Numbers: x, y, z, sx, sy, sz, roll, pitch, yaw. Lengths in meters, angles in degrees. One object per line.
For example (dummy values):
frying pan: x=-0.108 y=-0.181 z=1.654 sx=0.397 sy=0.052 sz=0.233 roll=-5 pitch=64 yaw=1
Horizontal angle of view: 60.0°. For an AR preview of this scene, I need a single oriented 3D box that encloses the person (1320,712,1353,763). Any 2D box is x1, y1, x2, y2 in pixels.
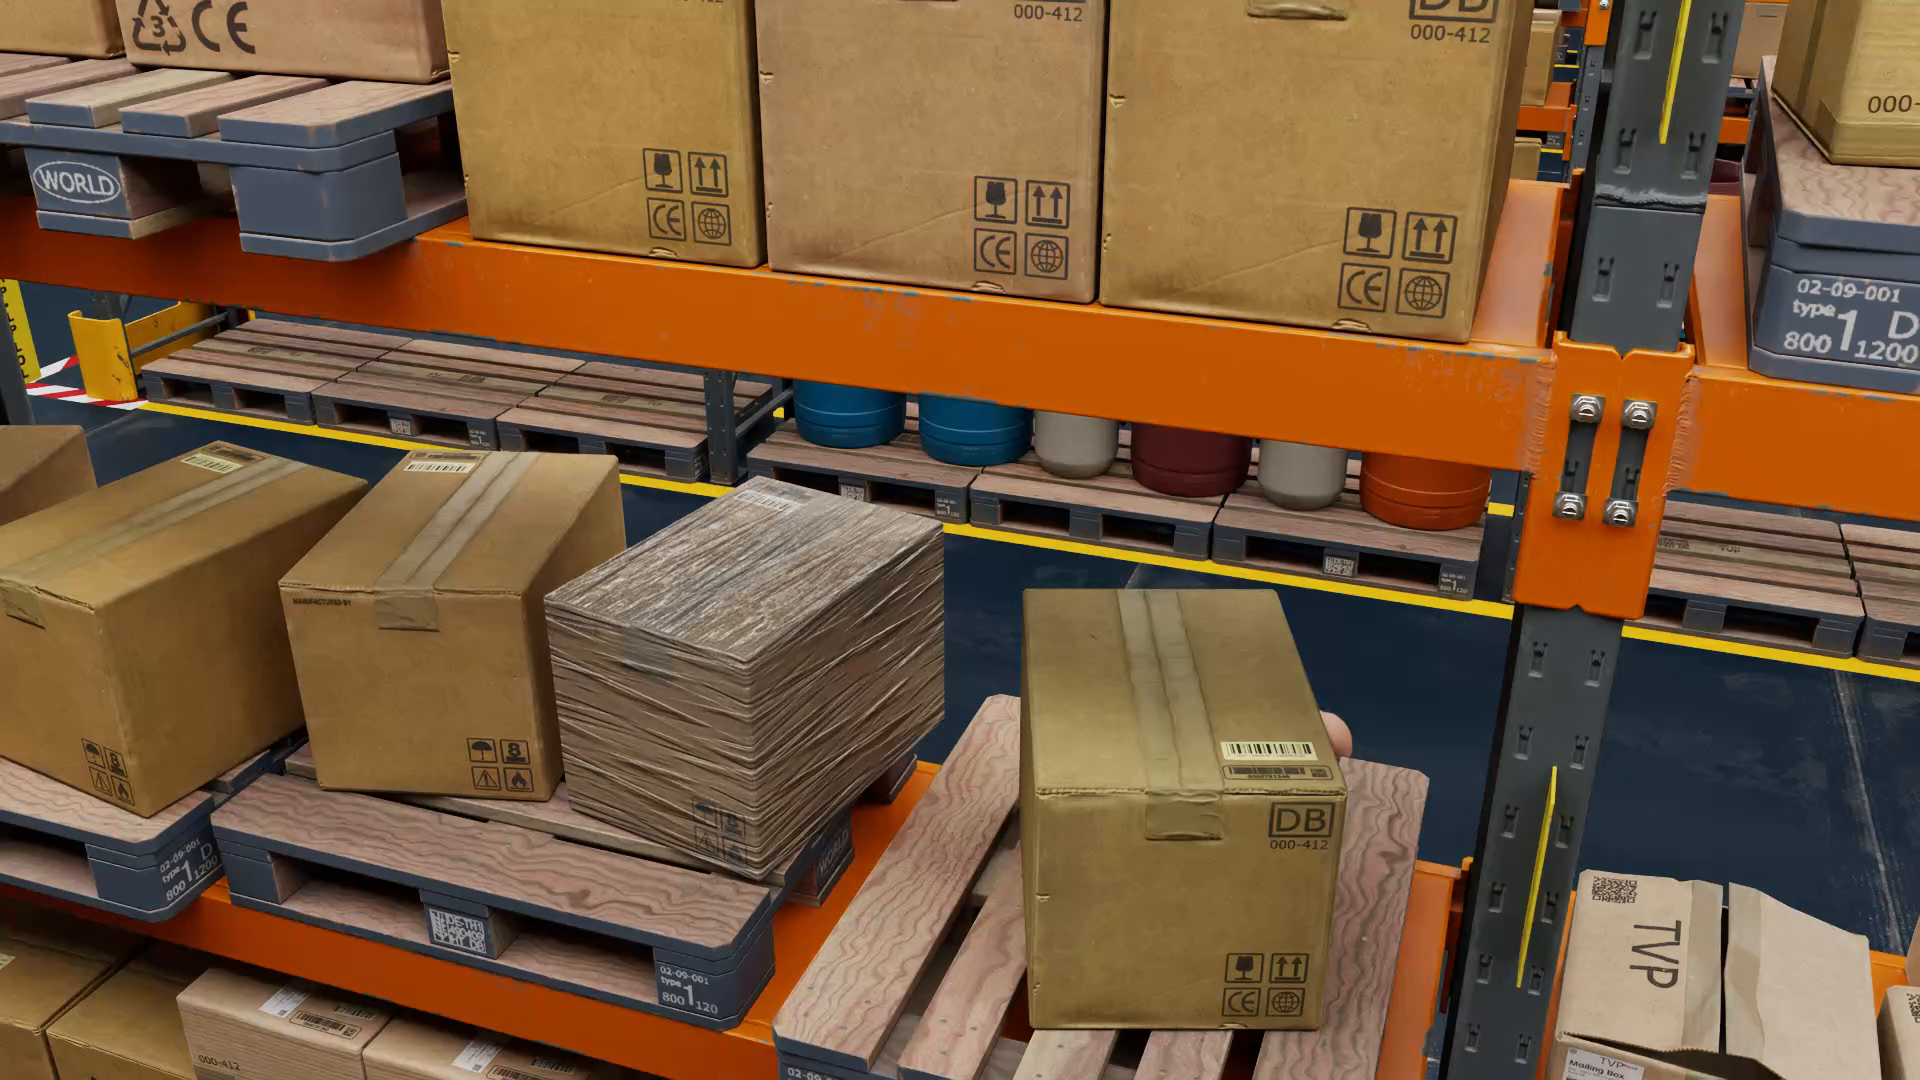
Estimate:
person: x=0.790 y=0.897 z=5.433 sx=0.896 sy=0.826 sz=0.521 roll=9 pitch=27 yaw=17
